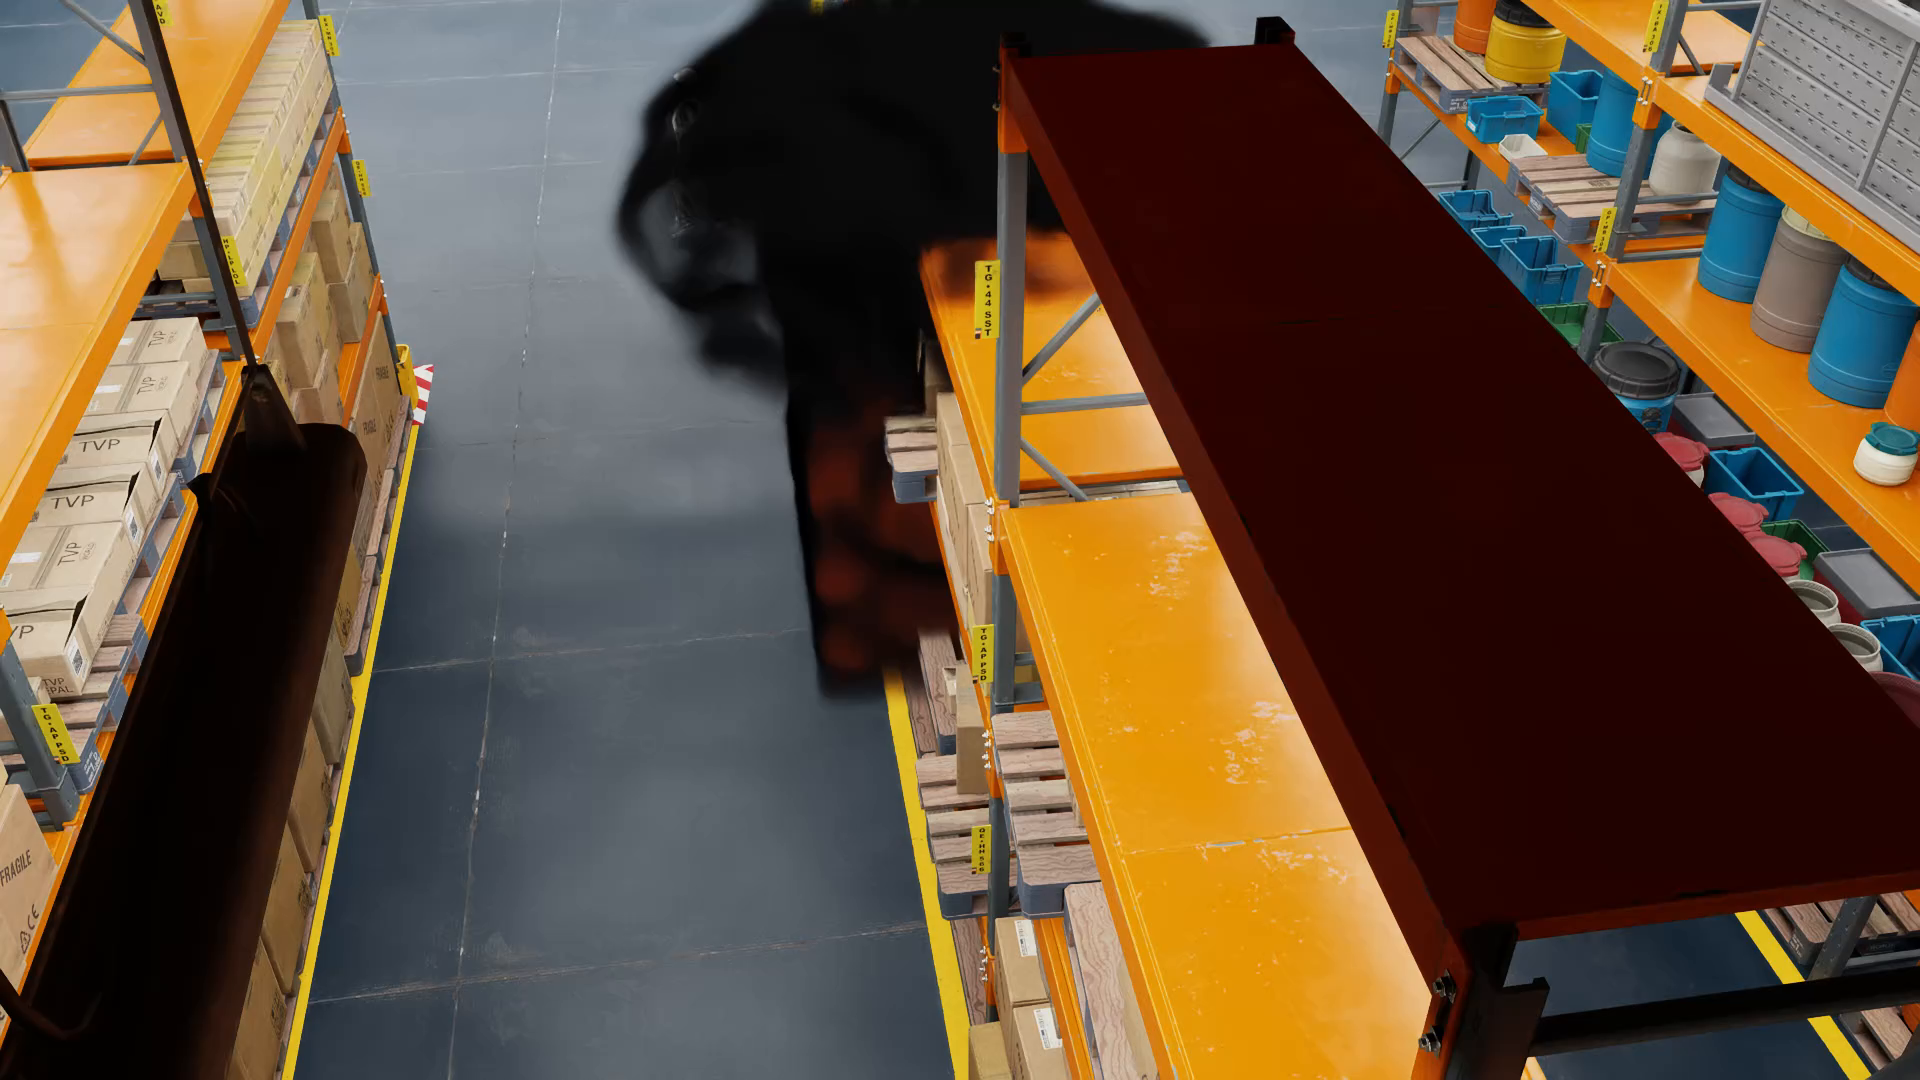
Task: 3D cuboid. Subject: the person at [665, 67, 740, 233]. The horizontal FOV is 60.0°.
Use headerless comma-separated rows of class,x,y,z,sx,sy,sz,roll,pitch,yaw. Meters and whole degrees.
person,-2.743,-4.062,17.466,0.815,1.835,0.662,15,39,19
